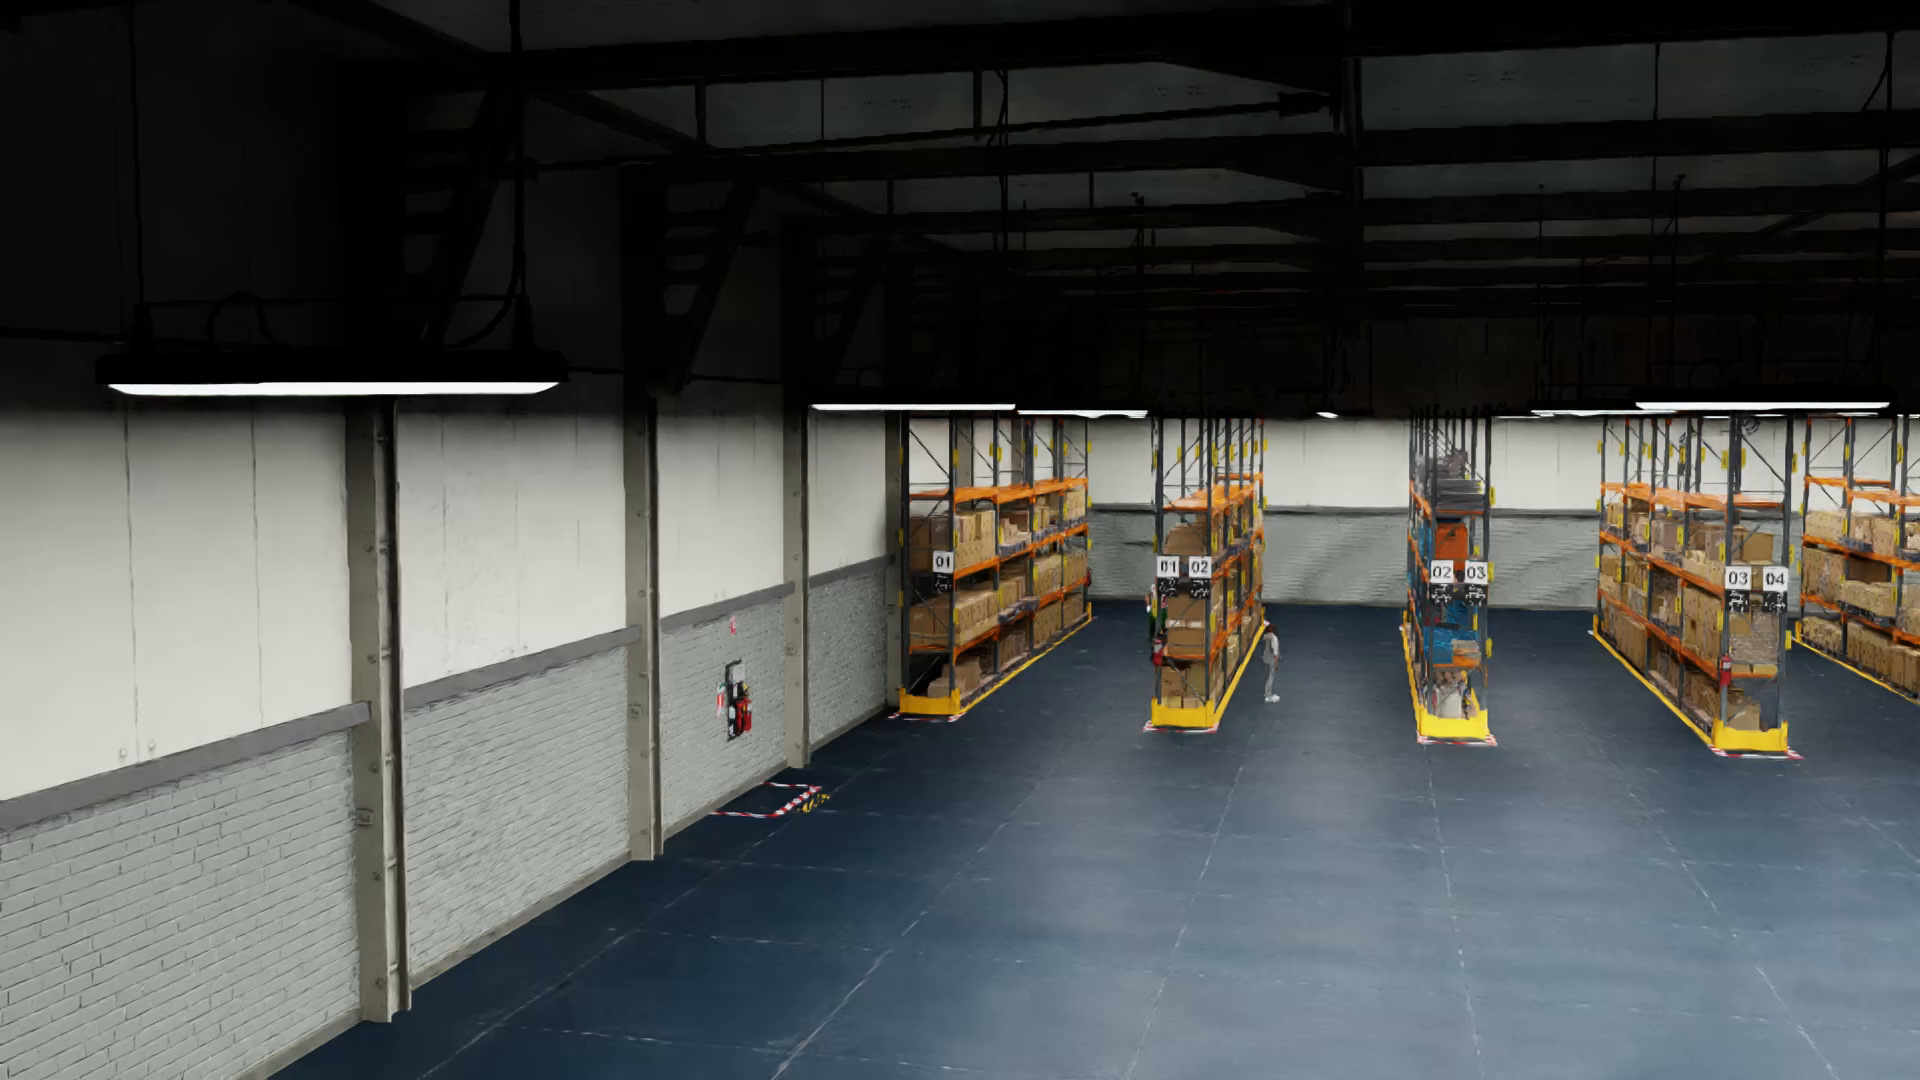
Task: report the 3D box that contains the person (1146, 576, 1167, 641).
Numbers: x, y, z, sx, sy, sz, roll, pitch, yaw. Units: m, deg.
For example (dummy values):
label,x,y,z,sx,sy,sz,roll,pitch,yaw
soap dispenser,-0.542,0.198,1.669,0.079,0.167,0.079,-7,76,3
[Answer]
label,x,y,z,sx,sy,sz,roll,pitch,yaw
person,5.154,1.764,43.198,0.677,1.741,0.552,1,4,12

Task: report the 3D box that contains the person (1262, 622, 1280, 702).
label,x,y,z,sx,sy,sz,roll,pitch,yaw
person,6.365,2.476,33.938,0.401,1.598,0.465,-1,4,-17
